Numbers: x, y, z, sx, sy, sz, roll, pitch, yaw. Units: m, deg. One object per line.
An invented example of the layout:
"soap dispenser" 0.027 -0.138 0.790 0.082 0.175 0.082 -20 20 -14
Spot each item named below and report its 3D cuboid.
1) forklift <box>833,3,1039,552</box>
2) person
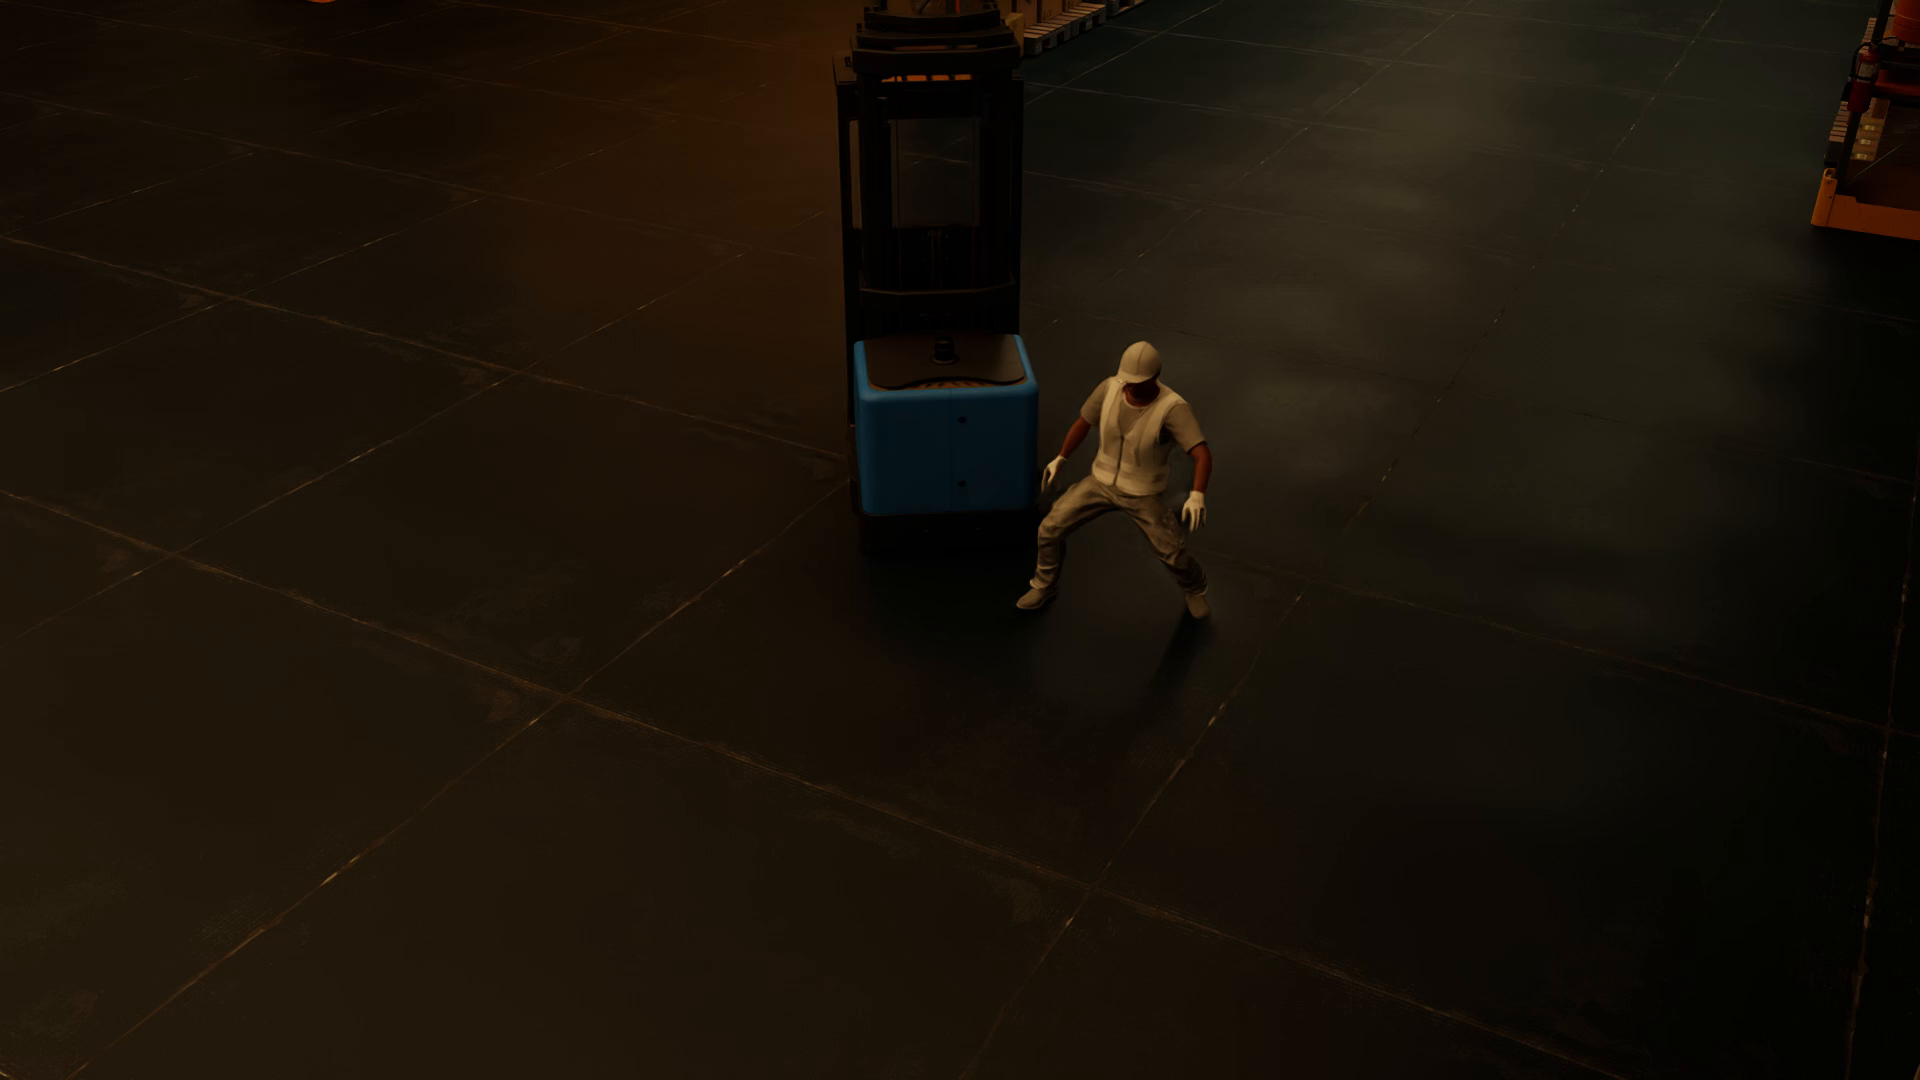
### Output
"forklift" -0.199 -1.911 10.383 1.130 2.935 3.031 -3 30 -5
"person" 0.934 -0.287 8.919 1.025 1.634 0.830 18 35 28
